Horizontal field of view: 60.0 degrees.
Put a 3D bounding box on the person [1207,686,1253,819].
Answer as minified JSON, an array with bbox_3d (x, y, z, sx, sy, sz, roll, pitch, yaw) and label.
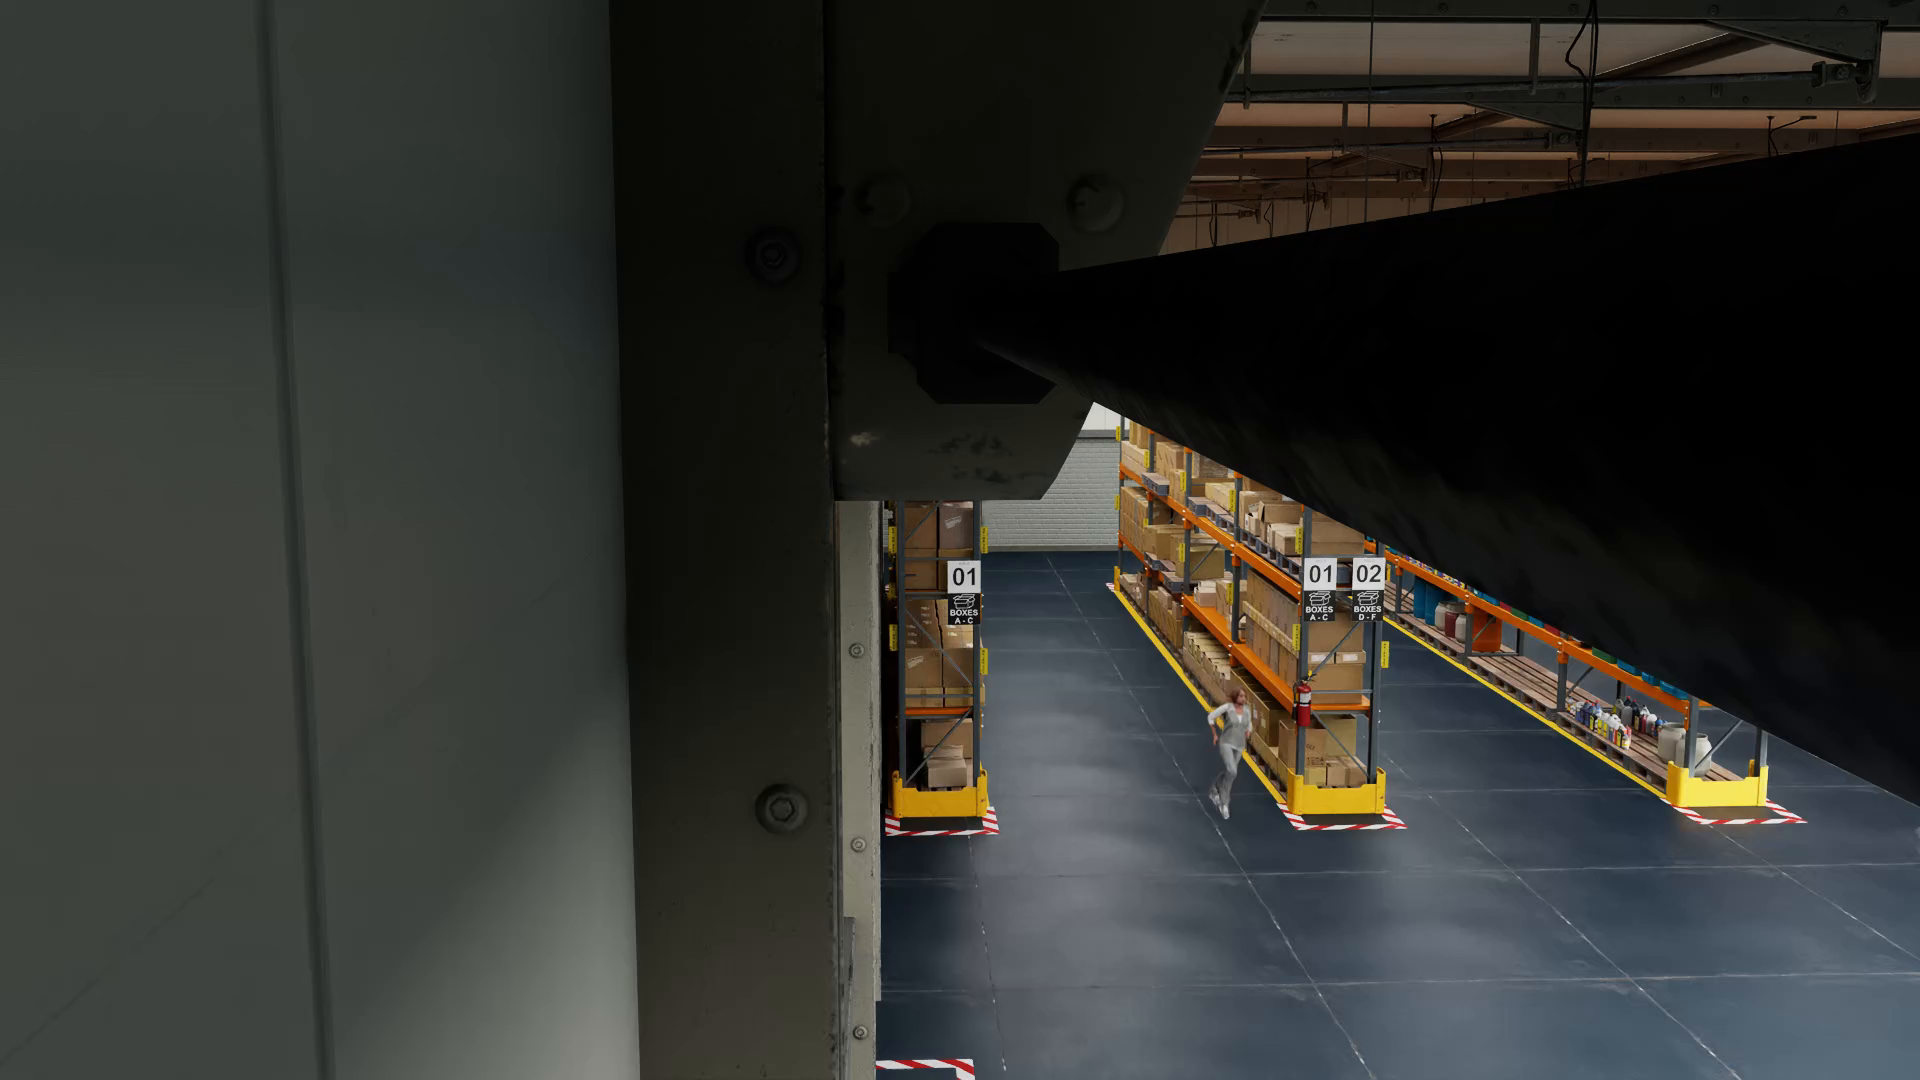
[{"bbox_3d":[3.378,2.597,20.689,0.519,1.602,0.701,-3,9,-22],"label":"person"}]
